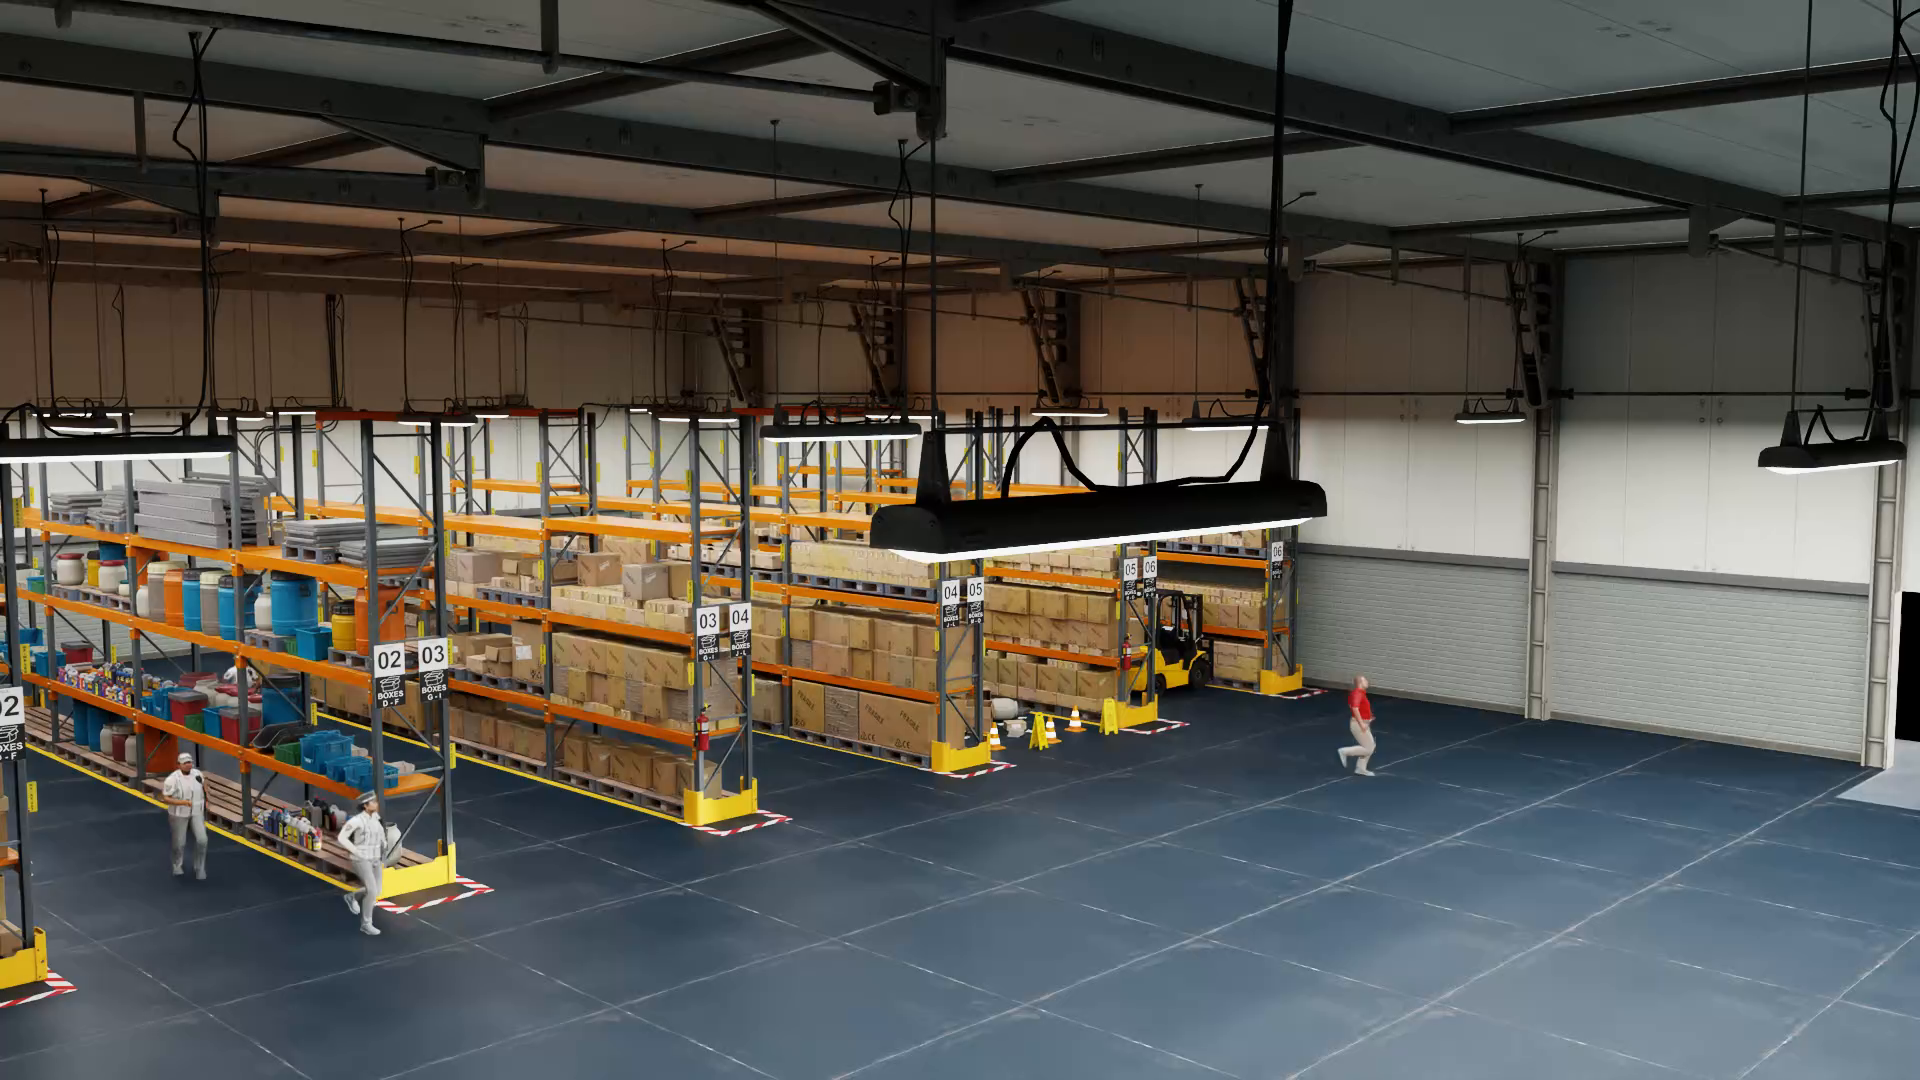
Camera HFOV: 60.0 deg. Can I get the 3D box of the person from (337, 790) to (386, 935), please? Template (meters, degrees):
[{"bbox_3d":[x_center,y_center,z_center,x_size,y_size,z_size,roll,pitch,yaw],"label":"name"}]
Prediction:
[{"bbox_3d":[-7.060,3.790,19.760,0.736,1.651,0.647,2,5,22],"label":"person"}]

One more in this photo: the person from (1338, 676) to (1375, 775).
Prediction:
[{"bbox_3d":[6.563,3.067,27.492,0.633,1.661,0.667,1,5,6],"label":"person"}]

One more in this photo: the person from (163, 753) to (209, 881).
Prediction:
[{"bbox_3d":[-10.026,3.613,21.601,0.606,1.731,0.680,-5,7,-43],"label":"person"}]

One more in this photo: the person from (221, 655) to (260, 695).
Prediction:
[{"bbox_3d":[-12.903,2.839,29.955,0.587,1.696,0.634,5,7,43],"label":"person"}]
